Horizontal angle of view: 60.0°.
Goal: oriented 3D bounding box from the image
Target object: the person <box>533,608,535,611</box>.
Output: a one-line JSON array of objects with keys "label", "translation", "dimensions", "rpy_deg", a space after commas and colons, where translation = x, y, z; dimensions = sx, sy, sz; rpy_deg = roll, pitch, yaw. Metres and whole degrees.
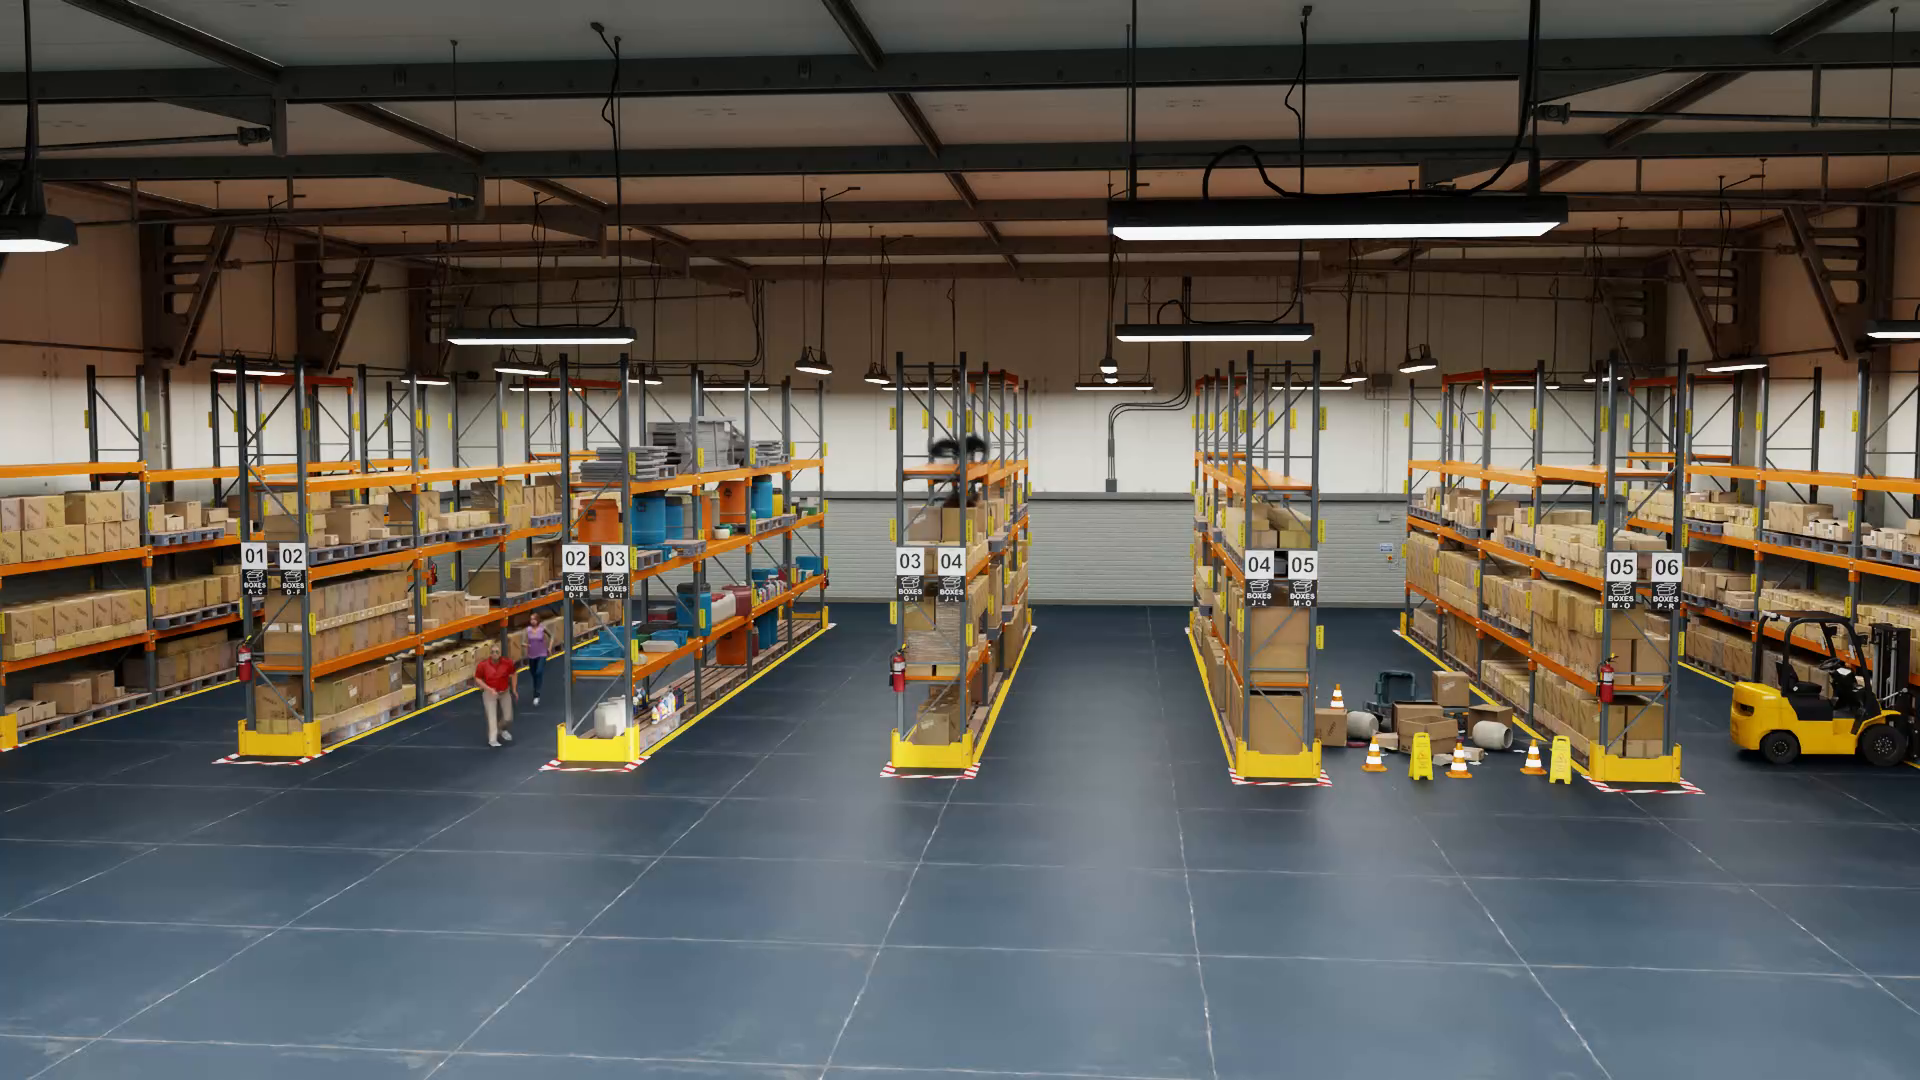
[{"label": "person", "translation": [-11.063, 1.176, 42.673], "dimensions": [0.638, 1.610, 0.742], "rpy_deg": [1, 4, 12]}]

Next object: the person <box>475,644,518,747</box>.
[{"label": "person", "translation": [-7.134, 2.381, 25.577], "dimensions": [0.648, 1.616, 0.783], "rpy_deg": [-2, 5, -26]}]

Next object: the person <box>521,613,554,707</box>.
[{"label": "person", "translation": [-7.521, 2.098, 29.622], "dimensions": [0.537, 1.615, 0.886], "rpy_deg": [0, 4, 2]}]
